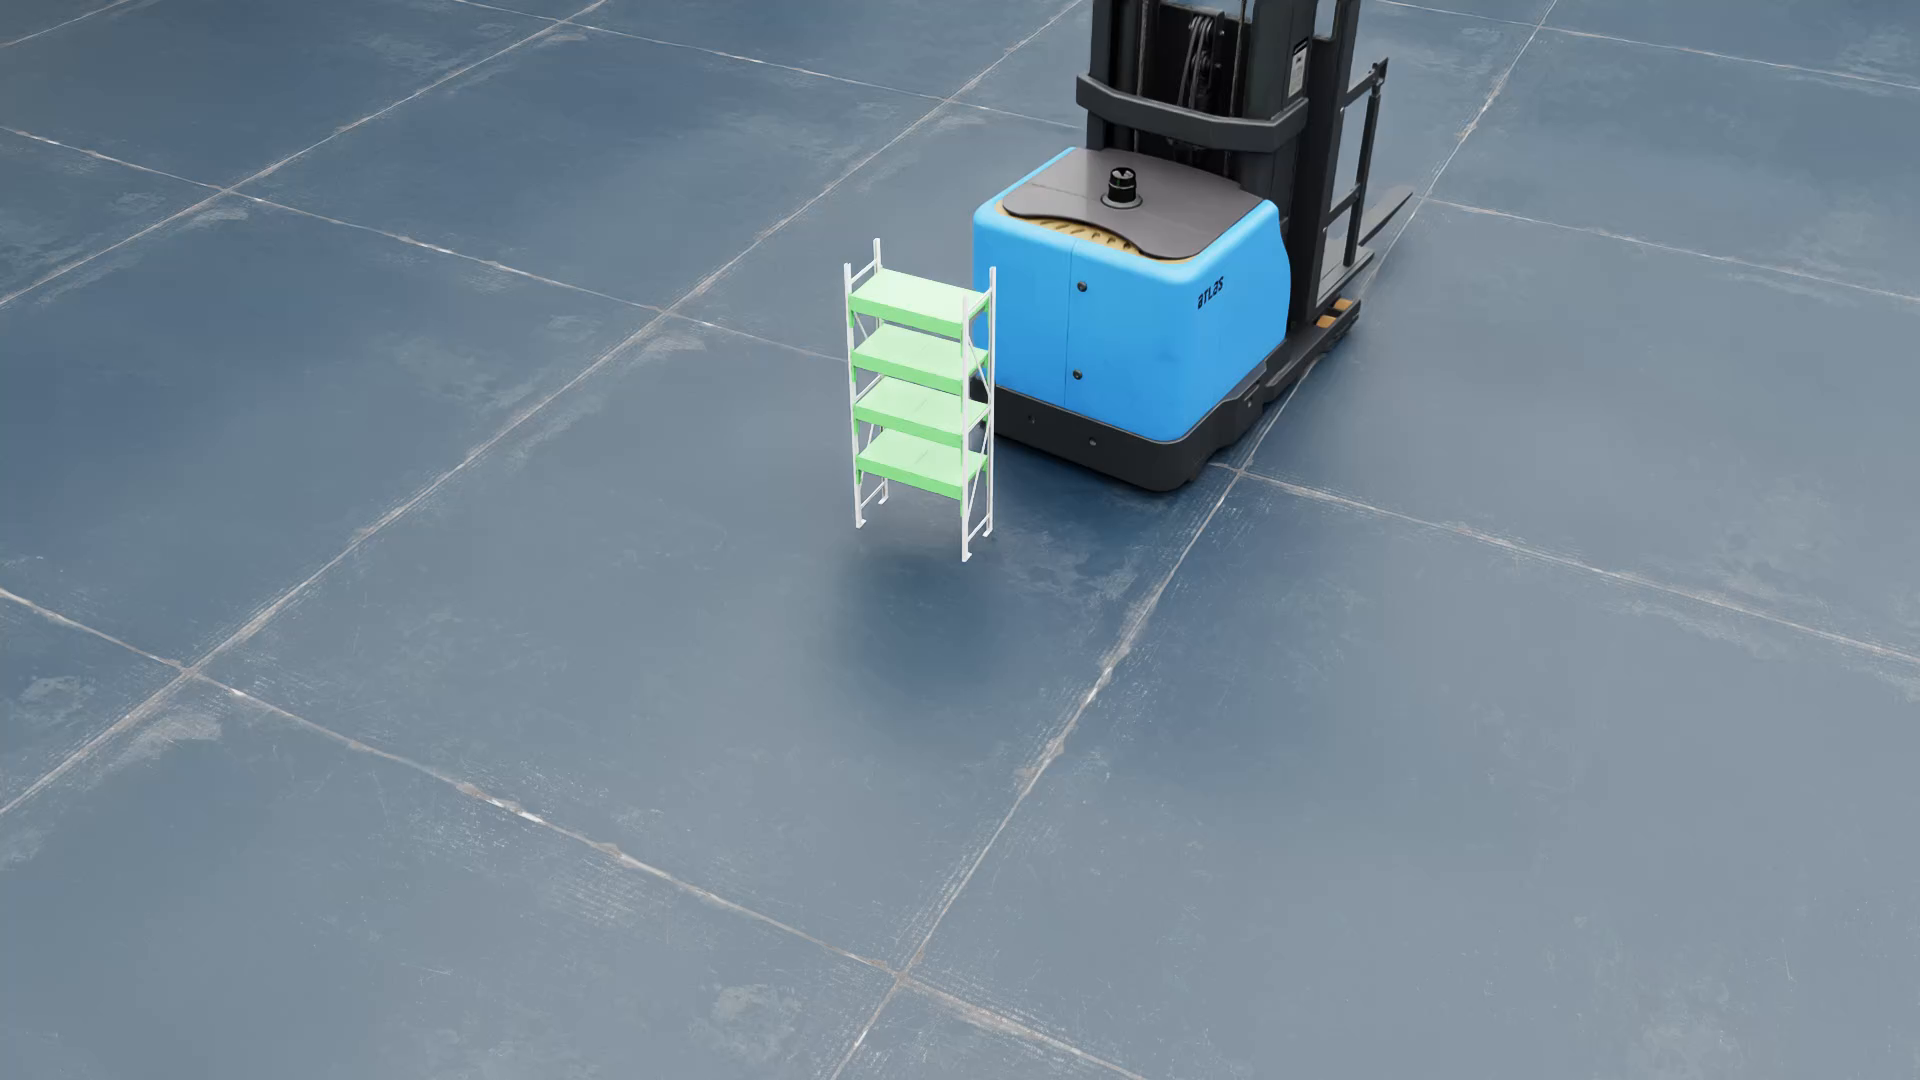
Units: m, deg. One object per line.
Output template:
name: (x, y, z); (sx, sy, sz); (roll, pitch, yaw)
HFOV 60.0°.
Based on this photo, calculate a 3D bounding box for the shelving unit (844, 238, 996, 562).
shelving unit: (-0.147, -0.524, 6.448); (0.503, 1.200, 0.258); (17, 41, 21)

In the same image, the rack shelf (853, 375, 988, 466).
rack shelf: (-0.147, -0.473, 6.487); (0.480, 0.148, 0.258); (17, 41, 21)

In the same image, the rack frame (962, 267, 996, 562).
rack frame: (0.070, -0.456, 6.358); (0.015, 1.200, 0.240); (17, 41, 21)

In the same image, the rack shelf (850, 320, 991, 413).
rack shelf: (-0.147, -0.664, 6.341); (0.480, 0.148, 0.258); (17, 41, 21)

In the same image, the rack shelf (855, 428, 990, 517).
rack shelf: (-0.147, -0.282, 6.632); (0.480, 0.148, 0.258); (17, 41, 21)

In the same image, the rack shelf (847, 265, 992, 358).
rack shelf: (-0.147, -0.855, 6.196); (0.480, 0.148, 0.258); (17, 41, 21)

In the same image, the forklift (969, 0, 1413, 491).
forklift: (1.283, -2.221, 7.252); (1.130, 2.935, 3.031); (22, 43, 27)

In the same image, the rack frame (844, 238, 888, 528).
rack frame: (-0.364, -0.592, 6.537); (0.015, 1.200, 0.240); (17, 41, 21)
